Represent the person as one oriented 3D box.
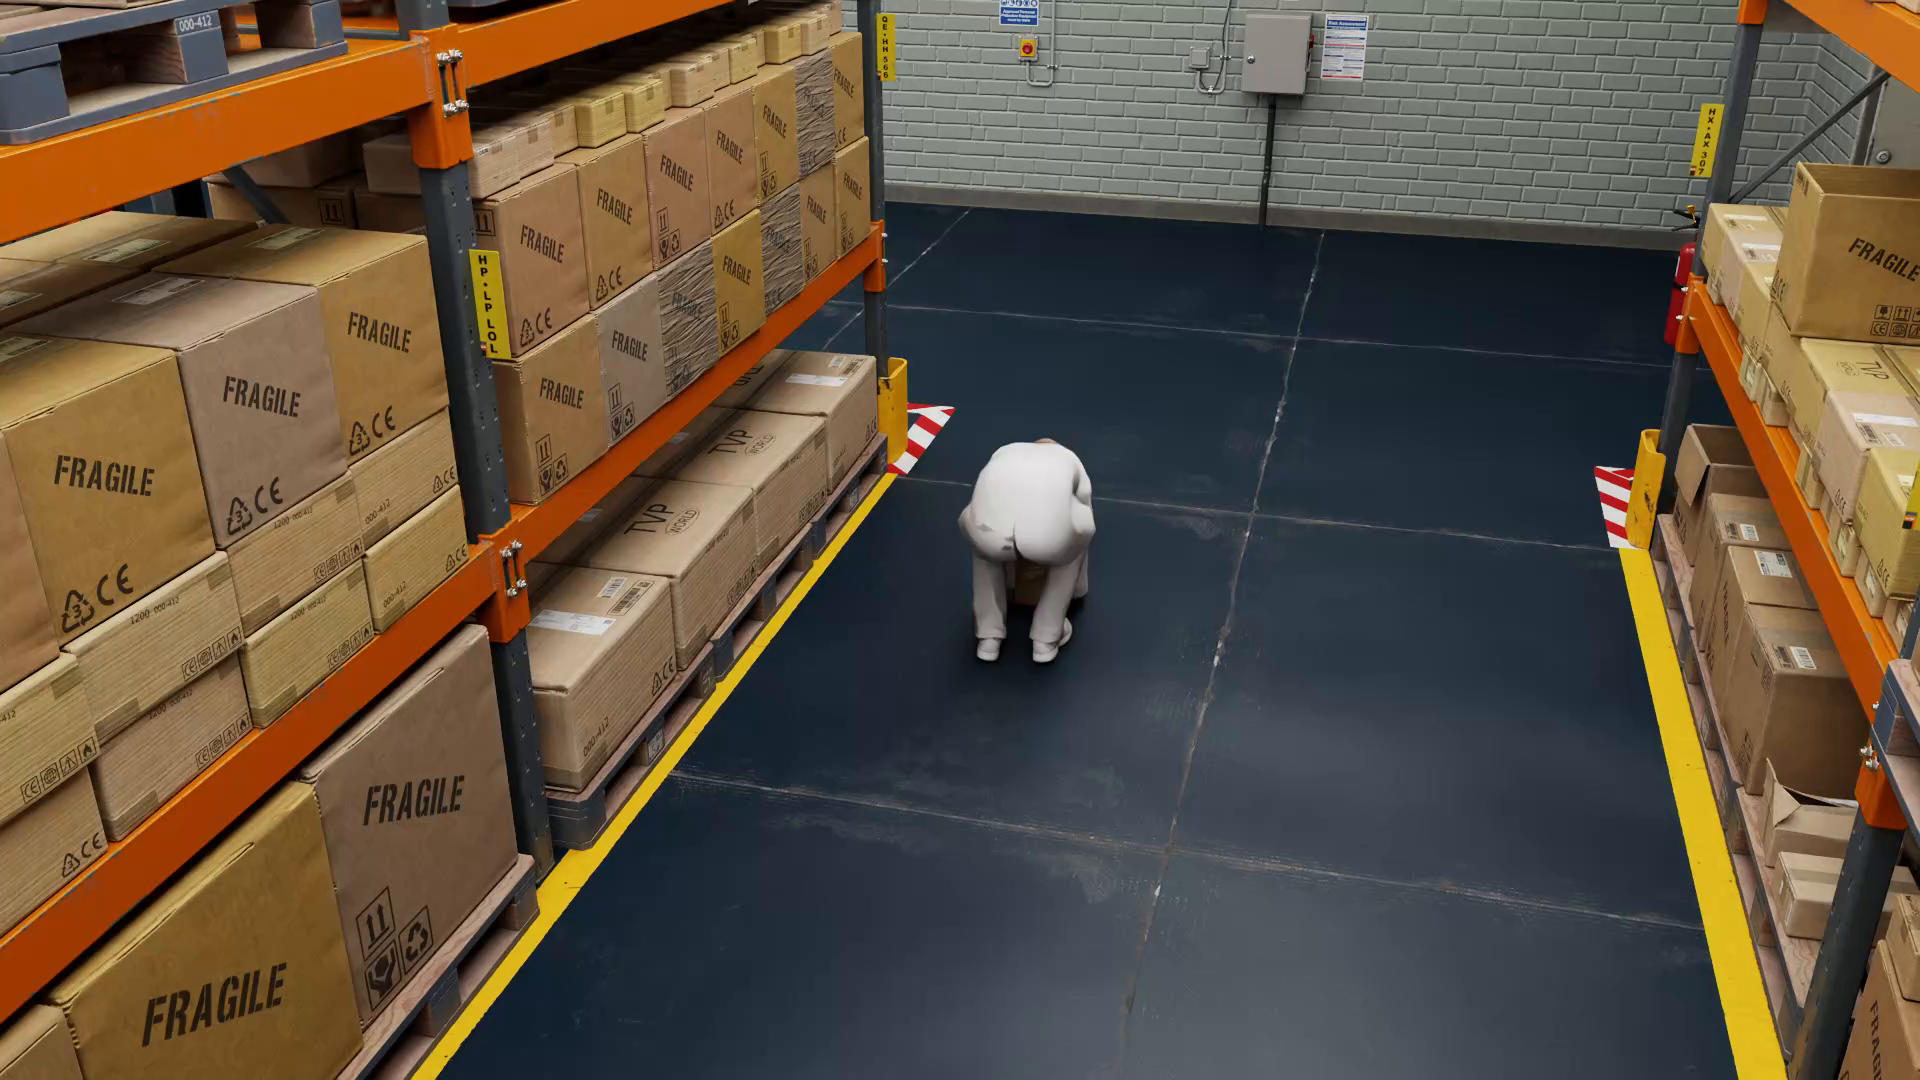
[{"bbox_3d":[0.255,-0.332,6.831,0.581,1.781,0.430,6,26,12],"label":"person"}]
